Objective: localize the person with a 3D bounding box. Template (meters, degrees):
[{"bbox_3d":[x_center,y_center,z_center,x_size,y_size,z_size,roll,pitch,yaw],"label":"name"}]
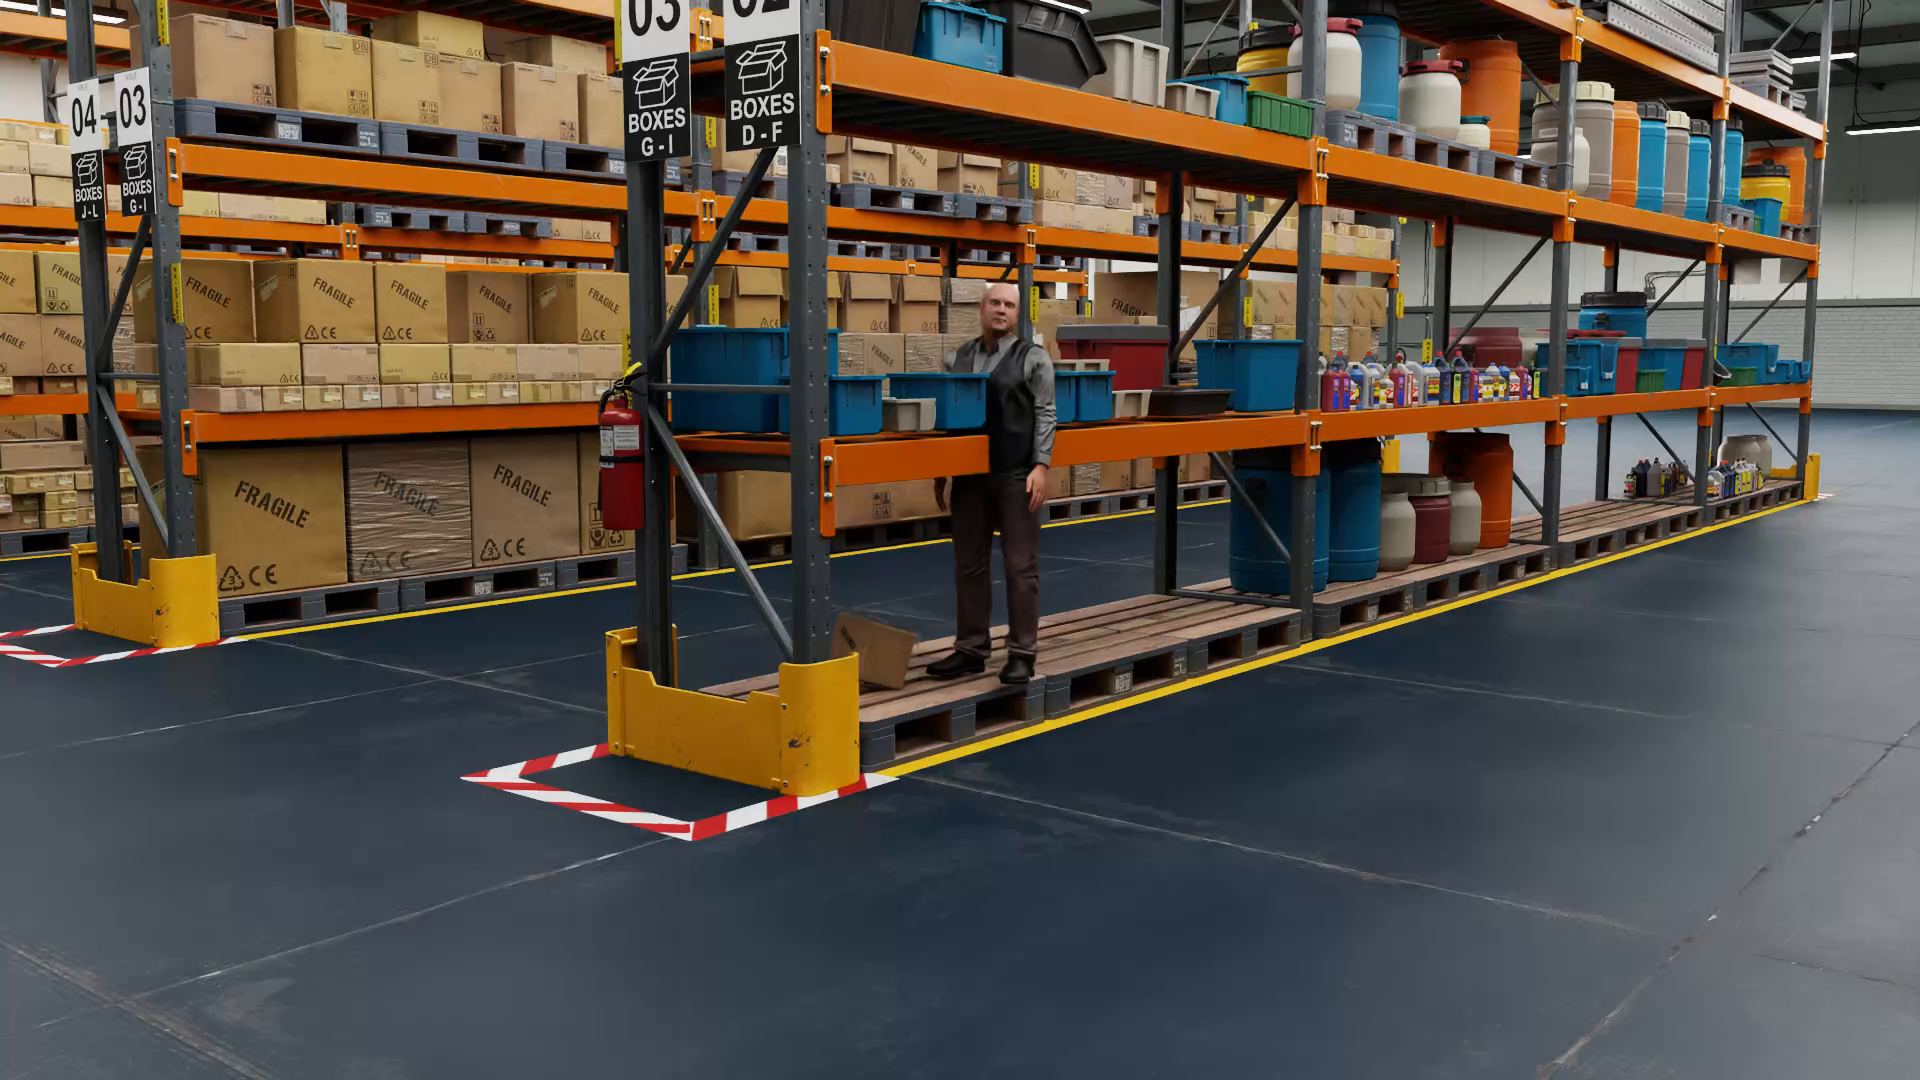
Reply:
[{"bbox_3d":[0.144,-0.251,7.234,0.564,1.725,0.399,3,7,25],"label":"person"}]
